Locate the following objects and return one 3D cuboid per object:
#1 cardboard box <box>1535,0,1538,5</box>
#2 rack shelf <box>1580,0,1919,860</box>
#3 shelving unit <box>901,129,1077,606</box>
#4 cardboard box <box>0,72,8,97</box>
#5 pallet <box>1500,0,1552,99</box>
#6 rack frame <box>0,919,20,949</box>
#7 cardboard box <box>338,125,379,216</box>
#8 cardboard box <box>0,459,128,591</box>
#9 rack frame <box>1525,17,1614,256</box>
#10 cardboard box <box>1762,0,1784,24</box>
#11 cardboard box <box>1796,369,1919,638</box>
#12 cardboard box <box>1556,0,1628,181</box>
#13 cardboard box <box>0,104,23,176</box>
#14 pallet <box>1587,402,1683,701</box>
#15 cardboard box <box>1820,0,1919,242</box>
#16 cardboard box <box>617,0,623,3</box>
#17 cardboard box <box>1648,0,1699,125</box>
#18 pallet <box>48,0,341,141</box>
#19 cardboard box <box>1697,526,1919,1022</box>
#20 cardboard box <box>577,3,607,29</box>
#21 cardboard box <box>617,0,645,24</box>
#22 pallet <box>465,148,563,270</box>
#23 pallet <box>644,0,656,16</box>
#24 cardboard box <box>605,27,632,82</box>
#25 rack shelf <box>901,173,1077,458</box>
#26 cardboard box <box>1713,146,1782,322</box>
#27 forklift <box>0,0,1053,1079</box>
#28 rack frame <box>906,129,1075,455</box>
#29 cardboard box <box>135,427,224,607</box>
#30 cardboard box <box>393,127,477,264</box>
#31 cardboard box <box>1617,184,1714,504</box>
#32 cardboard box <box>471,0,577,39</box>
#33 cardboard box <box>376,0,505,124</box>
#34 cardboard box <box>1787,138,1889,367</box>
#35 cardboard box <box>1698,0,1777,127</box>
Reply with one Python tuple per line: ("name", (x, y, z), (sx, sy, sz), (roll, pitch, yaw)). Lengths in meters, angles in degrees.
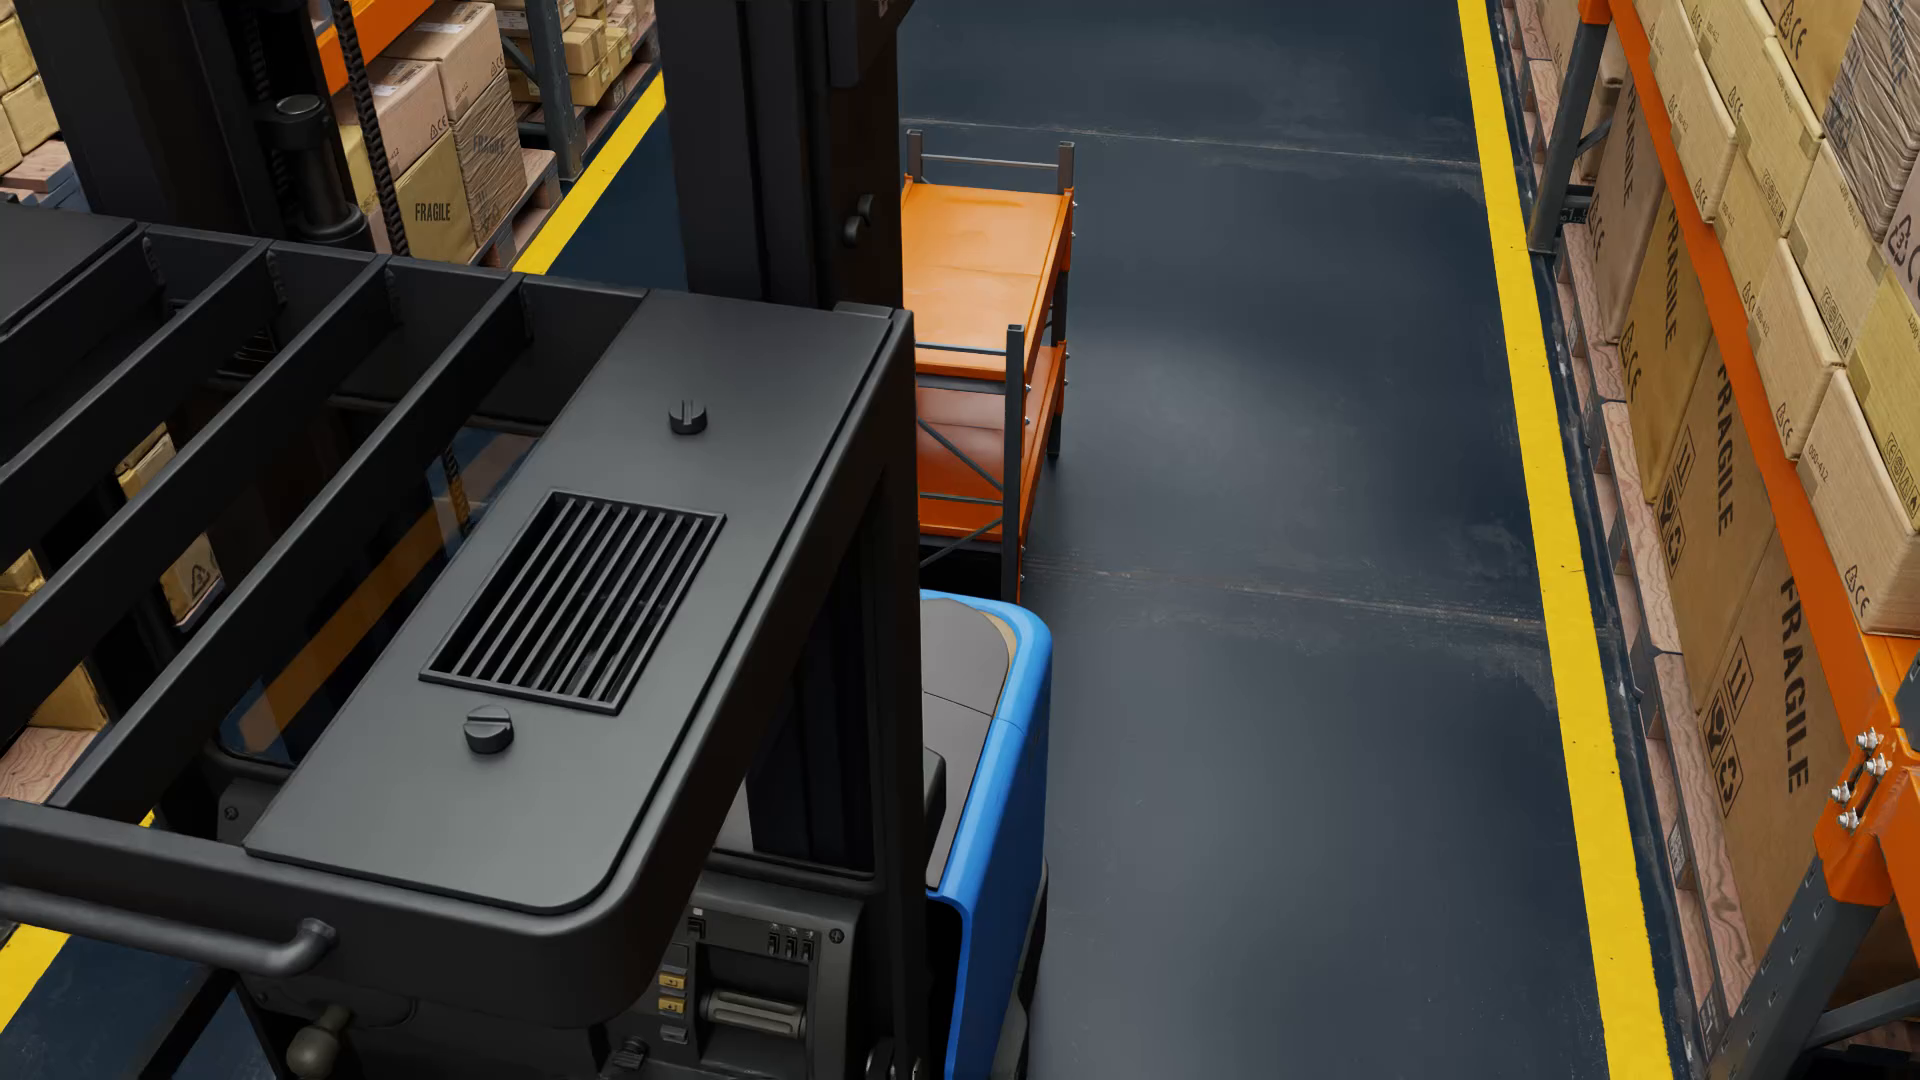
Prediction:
("cardboard box", (3.295, -2.966, 8.164), (0.875, 0.438, 0.875), (7, 40, 9))
("rack shelf", (2.423, -0.749, 4.367), (1.077, 0.370, 4.000), (6, 40, 8))
("shelving unit", (0.001, -0.438, 4.897), (0.538, 1.125, 1.048), (6, 40, 8))
("cardboard box", (-2.447, -1.053, 3.803), (0.380, 0.149, 0.250), (5, 40, 6))
("pallet", (3.186, -2.443, 8.040), (1.003, 0.211, 1.213), (6, 40, 8))
("rack frame", (-2.816, -0.254, 3.203), (1.000, 3.000, 0.127), (6, 40, 8))
("cardboard box", (-2.184, -1.102, 5.272), (0.500, 0.250, 0.500), (5, 40, 6))
("cardboard box", (-2.459, -0.147, 4.118), (0.500, 0.250, 0.500), (5, 40, 6))
("rack frame", (2.769, -2.281, 5.655), (1.000, 3.000, 0.127), (6, 40, 8))
("cardboard box", (2.176, -1.499, 3.846), (0.500, 0.500, 0.500), (6, 40, 7))
("cardboard box", (1.908, -0.059, 3.085), (0.500, 0.250, 0.500), (5, 40, 6))
("cardboard box", (2.983, -1.838, 6.800), (0.875, 0.438, 0.875), (6, 40, 7))
("cardboard box", (-2.447, -0.915, 3.870), (0.380, 0.149, 0.250), (8, 40, 10))
("pallet", (2.501, 0.054, 5.019), (1.003, 0.211, 1.213), (6, 40, 8))
("cardboard box", (1.989, -0.871, 3.087), (0.500, 0.500, 0.500), (7, 40, 8))
("cardboard box", (-1.735, -2.629, 7.750), (0.380, 0.149, 0.250), (4, 40, 5))
("cardboard box", (2.240, -1.332, 4.625), (0.500, 0.250, 0.500), (6, 40, 7))
("pallet", (-2.514, -1.426, 4.772), (1.003, 0.211, 1.213), (6, 40, 8))
("cardboard box", (2.278, 0.462, 3.676), (0.875, 0.875, 0.875), (6, 40, 7))
("cardboard box", (-1.791, -2.303, 7.355), (0.380, 0.149, 0.250), (7, 40, 8))
("cardboard box", (-1.712, -2.514, 7.844), (0.380, 0.149, 0.250), (6, 40, 7))
("pallet", (-2.257, -1.200, 6.536), (1.003, 0.211, 1.213), (6, 40, 8))
("pallet", (-1.834, -2.882, 8.571), (1.003, 0.211, 1.213), (6, 40, 8))
("cardboard box", (-1.699, -2.187, 7.449), (0.380, 0.149, 0.250), (8, 40, 9))
("rack shelf", (0.001, -0.663, 4.710), (0.538, 0.278, 1.000), (6, 40, 8))
("cardboard box", (2.084, -0.696, 3.855), (0.500, 0.250, 0.500), (6, 40, 7))
("forklift", (-0.642, 0.676, 2.132), (1.130, 2.935, 3.031), (9, 40, 11))
("rack frame", (0.089, -0.757, 5.283), (0.500, 1.125, 0.032), (6, 40, 8))
("cardboard box", (-2.359, -0.184, 4.750), (0.500, 0.500, 0.500), (7, 40, 8))
("cardboard box", (-2.093, -1.148, 5.917), (0.500, 0.500, 0.500), (6, 40, 7))
("cardboard box", (2.592, -0.659, 5.031), (0.875, 0.875, 0.875), (7, 40, 9))
("cardboard box", (-1.860, -2.250, 7.058), (0.380, 0.149, 0.250), (8, 40, 9))
("cardboard box", (-2.004, -1.756, 6.064), (0.500, 0.250, 0.500), (5, 40, 6))
("cardboard box", (1.995, -0.560, 3.299), (0.500, 0.250, 0.500), (5, 40, 7))
("cardboard box", (2.153, -1.210, 4.084), (0.500, 0.250, 0.500), (5, 40, 6))
